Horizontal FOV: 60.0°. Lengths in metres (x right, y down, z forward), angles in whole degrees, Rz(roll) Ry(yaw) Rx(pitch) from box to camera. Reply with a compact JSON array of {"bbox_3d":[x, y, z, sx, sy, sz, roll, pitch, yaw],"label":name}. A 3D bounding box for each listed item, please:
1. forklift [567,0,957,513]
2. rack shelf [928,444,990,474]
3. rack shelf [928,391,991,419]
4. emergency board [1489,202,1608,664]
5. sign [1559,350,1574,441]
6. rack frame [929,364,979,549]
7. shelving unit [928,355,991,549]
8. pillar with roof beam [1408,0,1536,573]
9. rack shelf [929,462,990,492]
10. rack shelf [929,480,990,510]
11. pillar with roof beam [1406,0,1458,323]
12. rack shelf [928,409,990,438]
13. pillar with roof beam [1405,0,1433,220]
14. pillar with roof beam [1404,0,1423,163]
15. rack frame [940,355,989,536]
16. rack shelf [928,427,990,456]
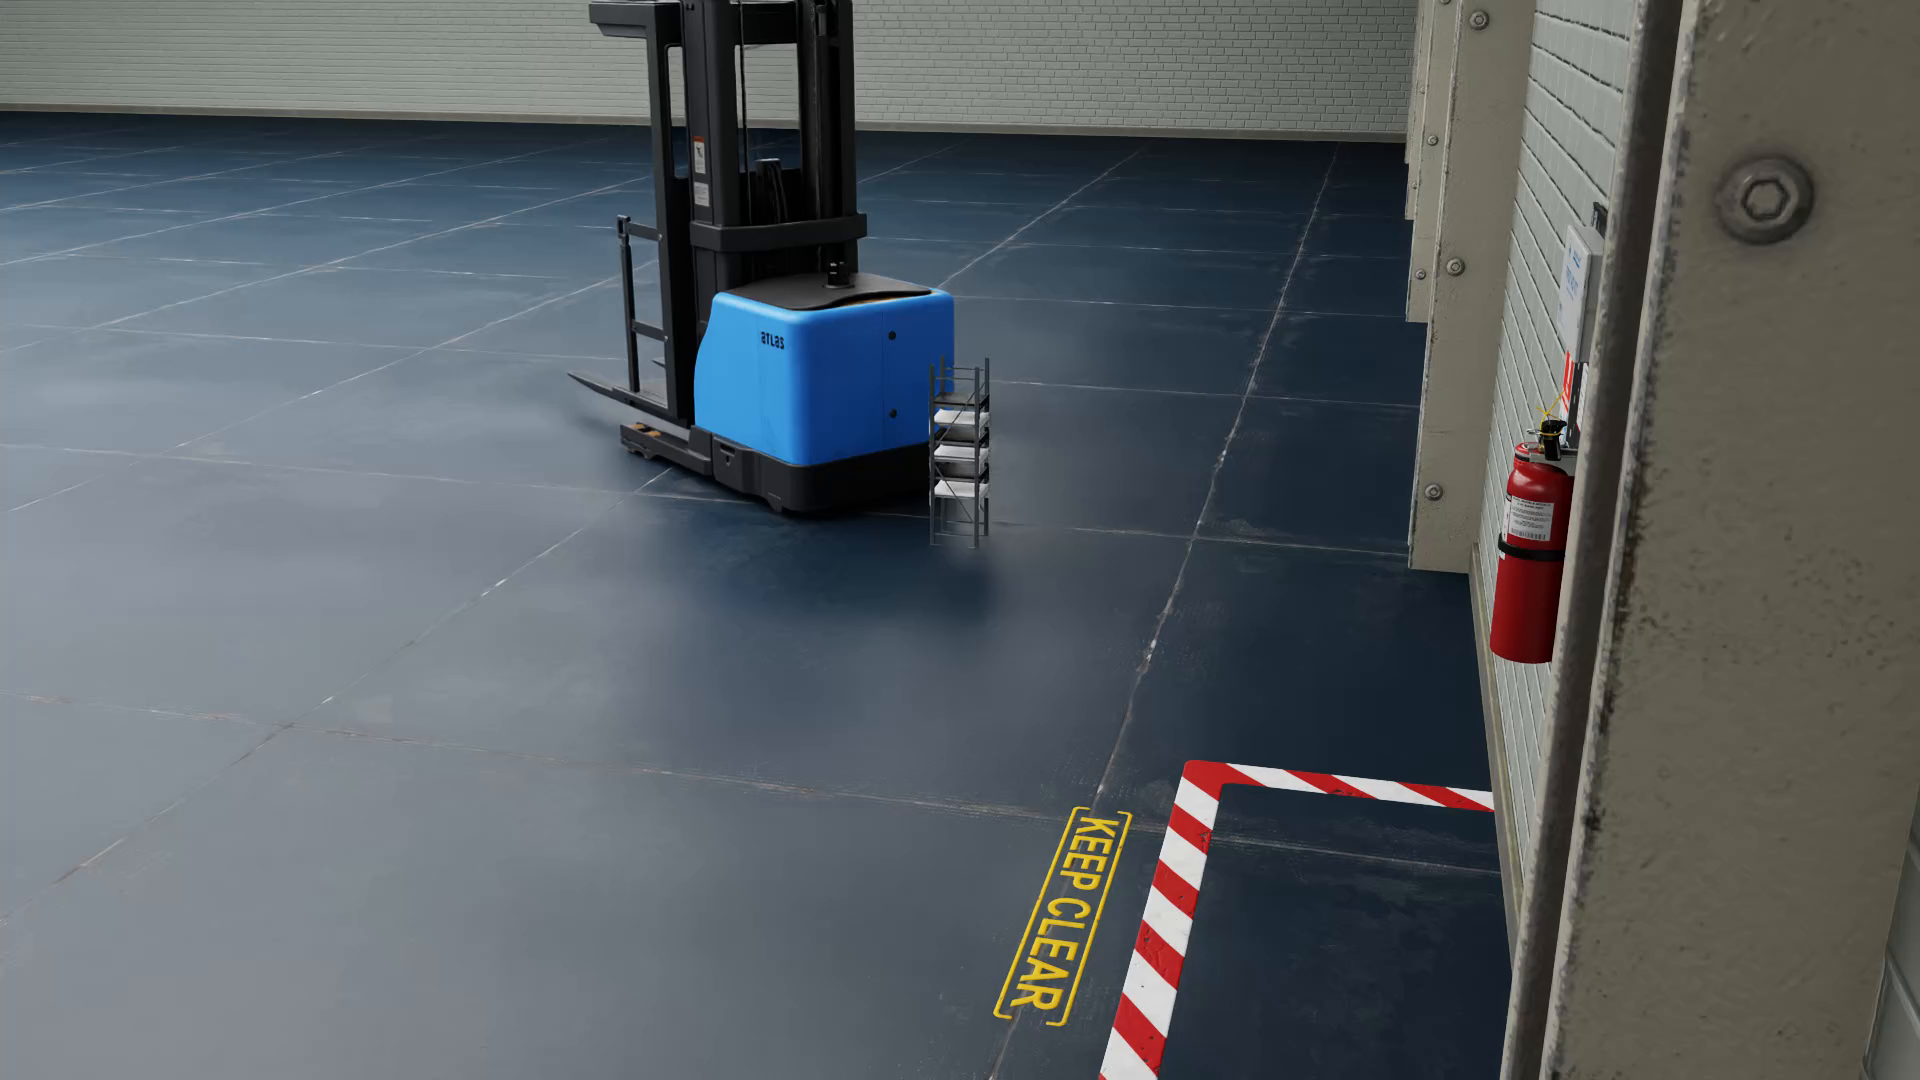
[{"bbox_3d":[-1.320,-1.934,9.316,1.130,2.935,3.031,-14,23,-36],"label":"forklift"},{"bbox_3d":[-0.002,-0.392,8.045,0.258,0.077,0.200,5,19,13],"label":"rack shelf"},{"bbox_3d":[-0.002,-0.647,7.958,0.258,0.077,0.200,5,19,13],"label":"rack shelf"},{"bbox_3d":[1.475,-0.227,4.211,0.194,1.169,0.643,5,19,13],"label":"emergency board"},{"bbox_3d":[1.710,-0.409,4.689,0.001,0.329,0.234,5,19,13],"label":"sign"},{"bbox_3d":[-0.027,-0.391,7.941,0.240,0.900,0.006,5,19,13],"label":"rack frame"},{"bbox_3d":[-0.002,-0.423,8.035,0.258,0.900,0.210,5,19,13],"label":"shelving unit"},{"bbox_3d":[-1.874,-4.515,7.484,9.100,9.000,0.400,5,19,13],"label":"pillar with roof beam"},{"bbox_3d":[-0.002,-0.307,8.075,0.258,0.077,0.200,5,19,13],"label":"rack shelf"},{"bbox_3d":[-0.002,-0.221,8.104,0.258,0.077,0.200,5,19,13],"label":"rack shelf"},{"bbox_3d":[-0.408,-6.395,12.990,9.100,9.000,0.400,5,19,13],"label":"pillar with roof beam"},{"bbox_3d":[-0.002,-0.562,7.987,0.258,0.077,0.200,5,19,13],"label":"rack shelf"},{"bbox_3d":[1.058,-8.276,18.496,9.100,9.000,0.400,5,19,13],"label":"pillar with roof beam"},{"bbox_3d":[2.524,-10.157,24.001,9.100,9.000,0.400,5,19,13],"label":"pillar with roof beam"},{"bbox_3d":[0.023,-0.455,8.128,0.240,0.900,0.006,5,19,13],"label":"rack frame"},{"bbox_3d":[-0.002,-0.477,8.016,0.258,0.077,0.200,5,19,13],"label":"rack shelf"}]
